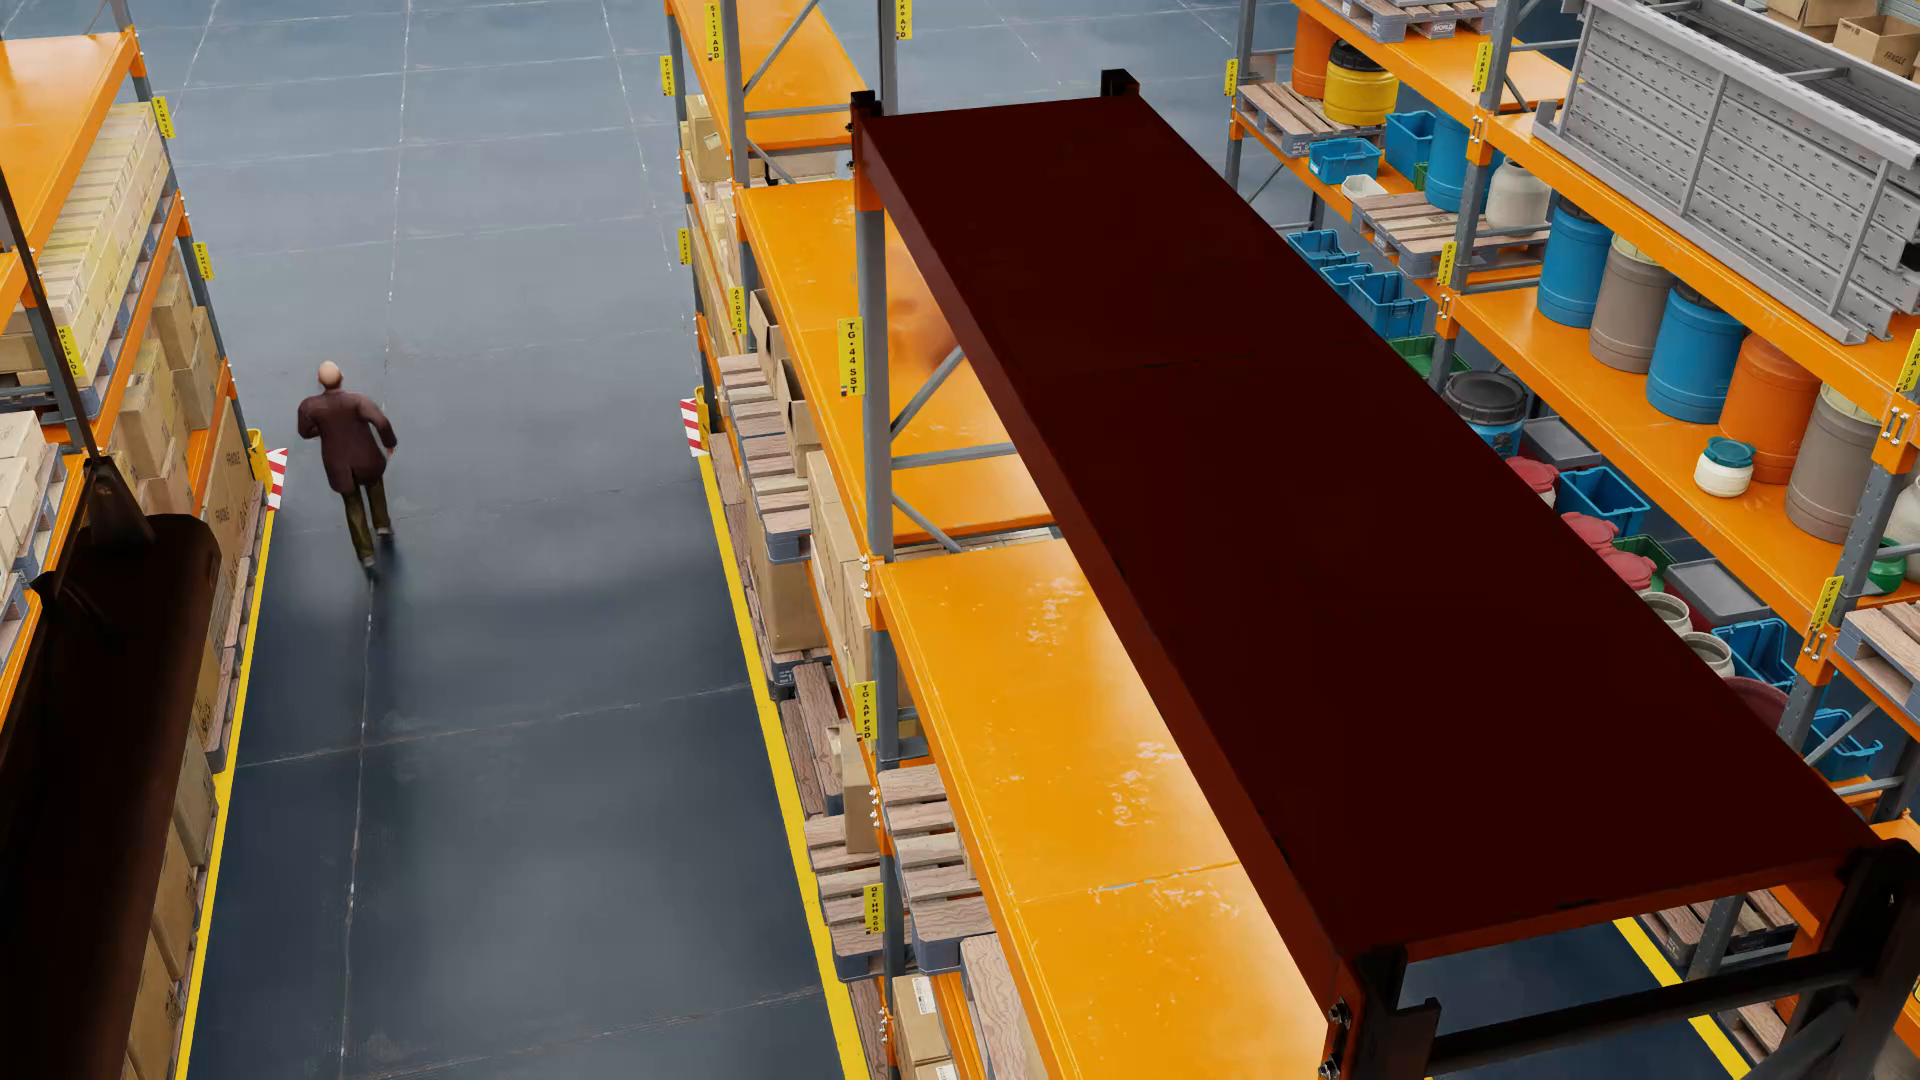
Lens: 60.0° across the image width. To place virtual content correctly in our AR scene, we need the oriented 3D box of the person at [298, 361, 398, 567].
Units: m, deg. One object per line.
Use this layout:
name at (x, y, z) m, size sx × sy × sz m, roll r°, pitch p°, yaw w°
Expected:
person at (-4.895, -0.614, 13.459) m, size 0.734 × 1.846 × 0.792 m, roll -10°, pitch 36°, yaw -14°
